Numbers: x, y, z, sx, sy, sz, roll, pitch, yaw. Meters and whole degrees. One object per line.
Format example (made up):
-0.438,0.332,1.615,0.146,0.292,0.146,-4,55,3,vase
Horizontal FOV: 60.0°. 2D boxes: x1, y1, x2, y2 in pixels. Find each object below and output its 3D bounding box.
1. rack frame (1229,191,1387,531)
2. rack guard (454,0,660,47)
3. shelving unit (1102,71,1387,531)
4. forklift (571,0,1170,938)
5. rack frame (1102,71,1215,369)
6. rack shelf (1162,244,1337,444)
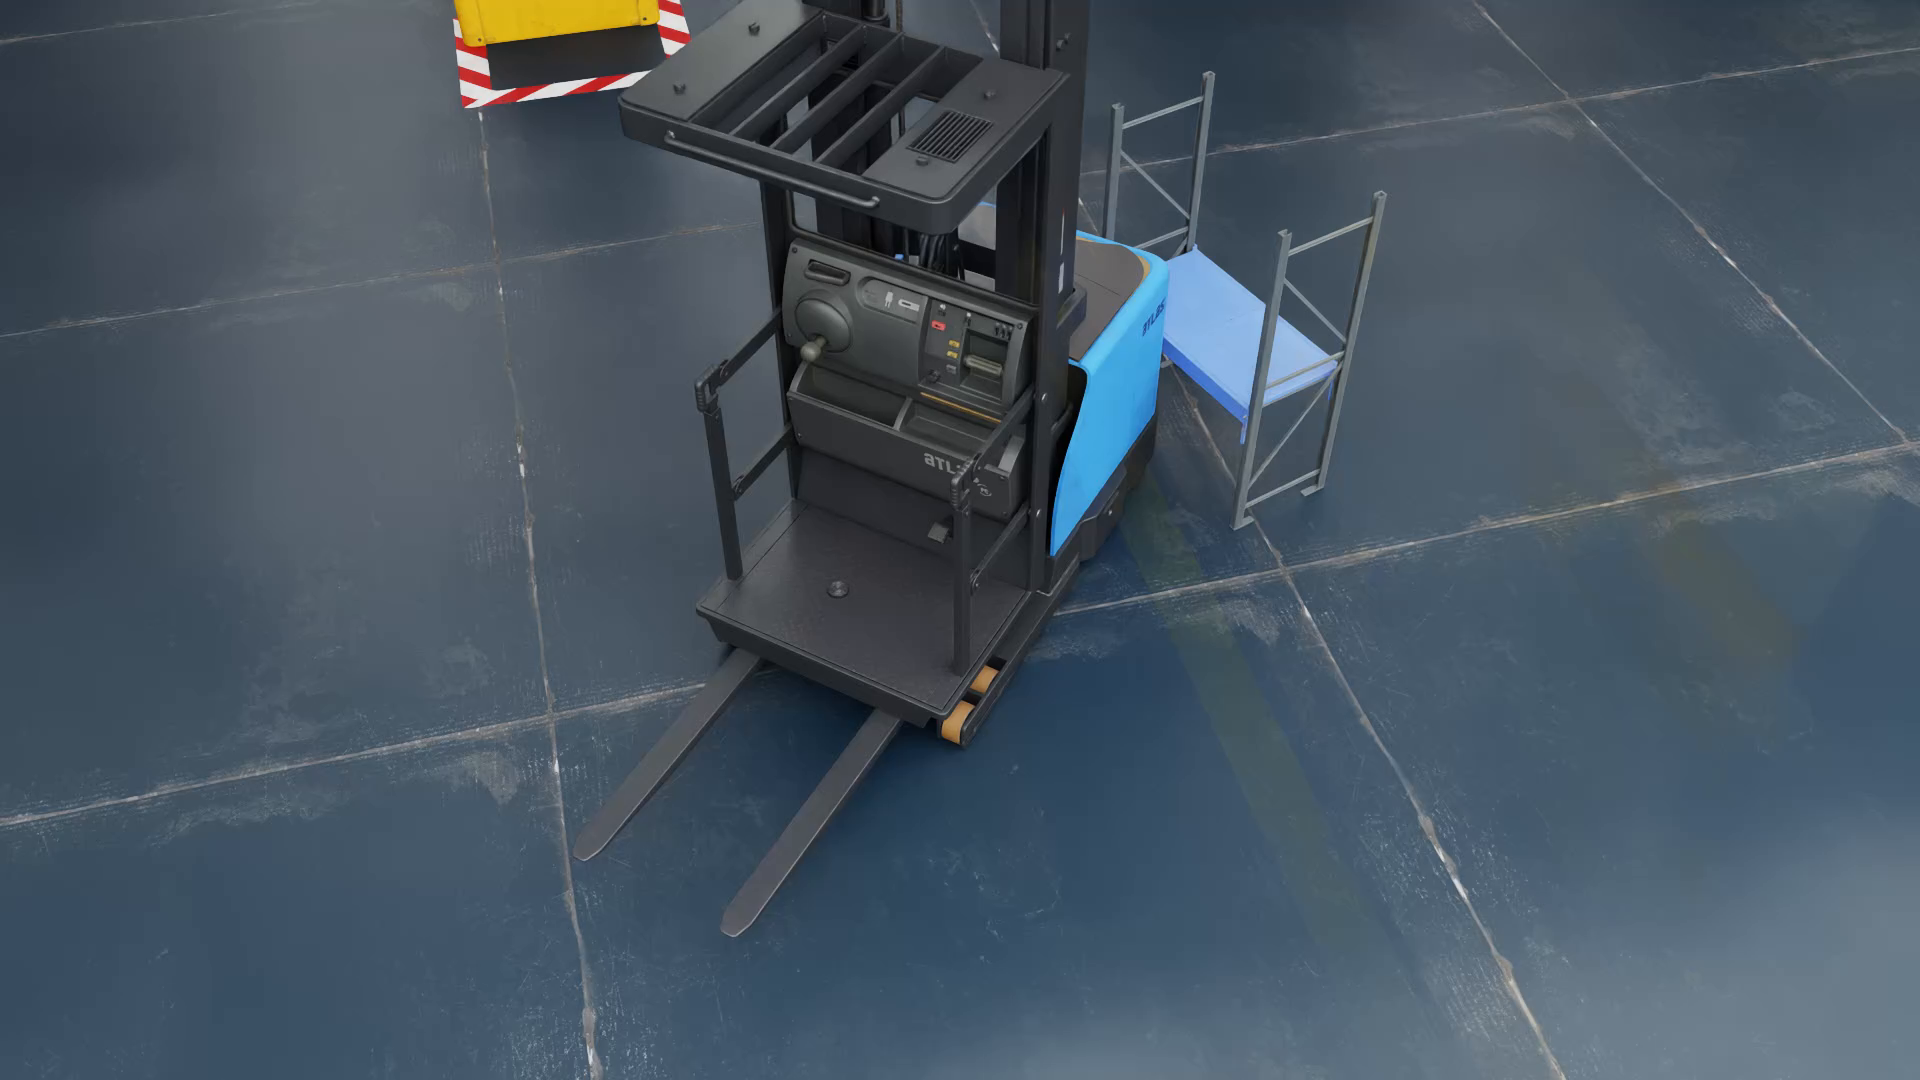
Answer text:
1.362,-0.668,6.605,0.500,1.500,0.032,-24,50,-22,rack frame
-2.417,-3.317,9.901,1.175,0.500,0.348,-11,47,-10,rack guard
1.090,-0.975,6.906,0.538,1.500,1.048,-24,50,-22,shelving unit
-0.300,-0.635,5.571,1.130,2.935,3.031,21,49,20,forklift
0.818,-1.281,7.206,0.500,1.500,0.032,-24,50,-22,rack frame
1.090,-0.849,7.034,0.538,0.185,1.000,-24,50,-22,rack shelf
